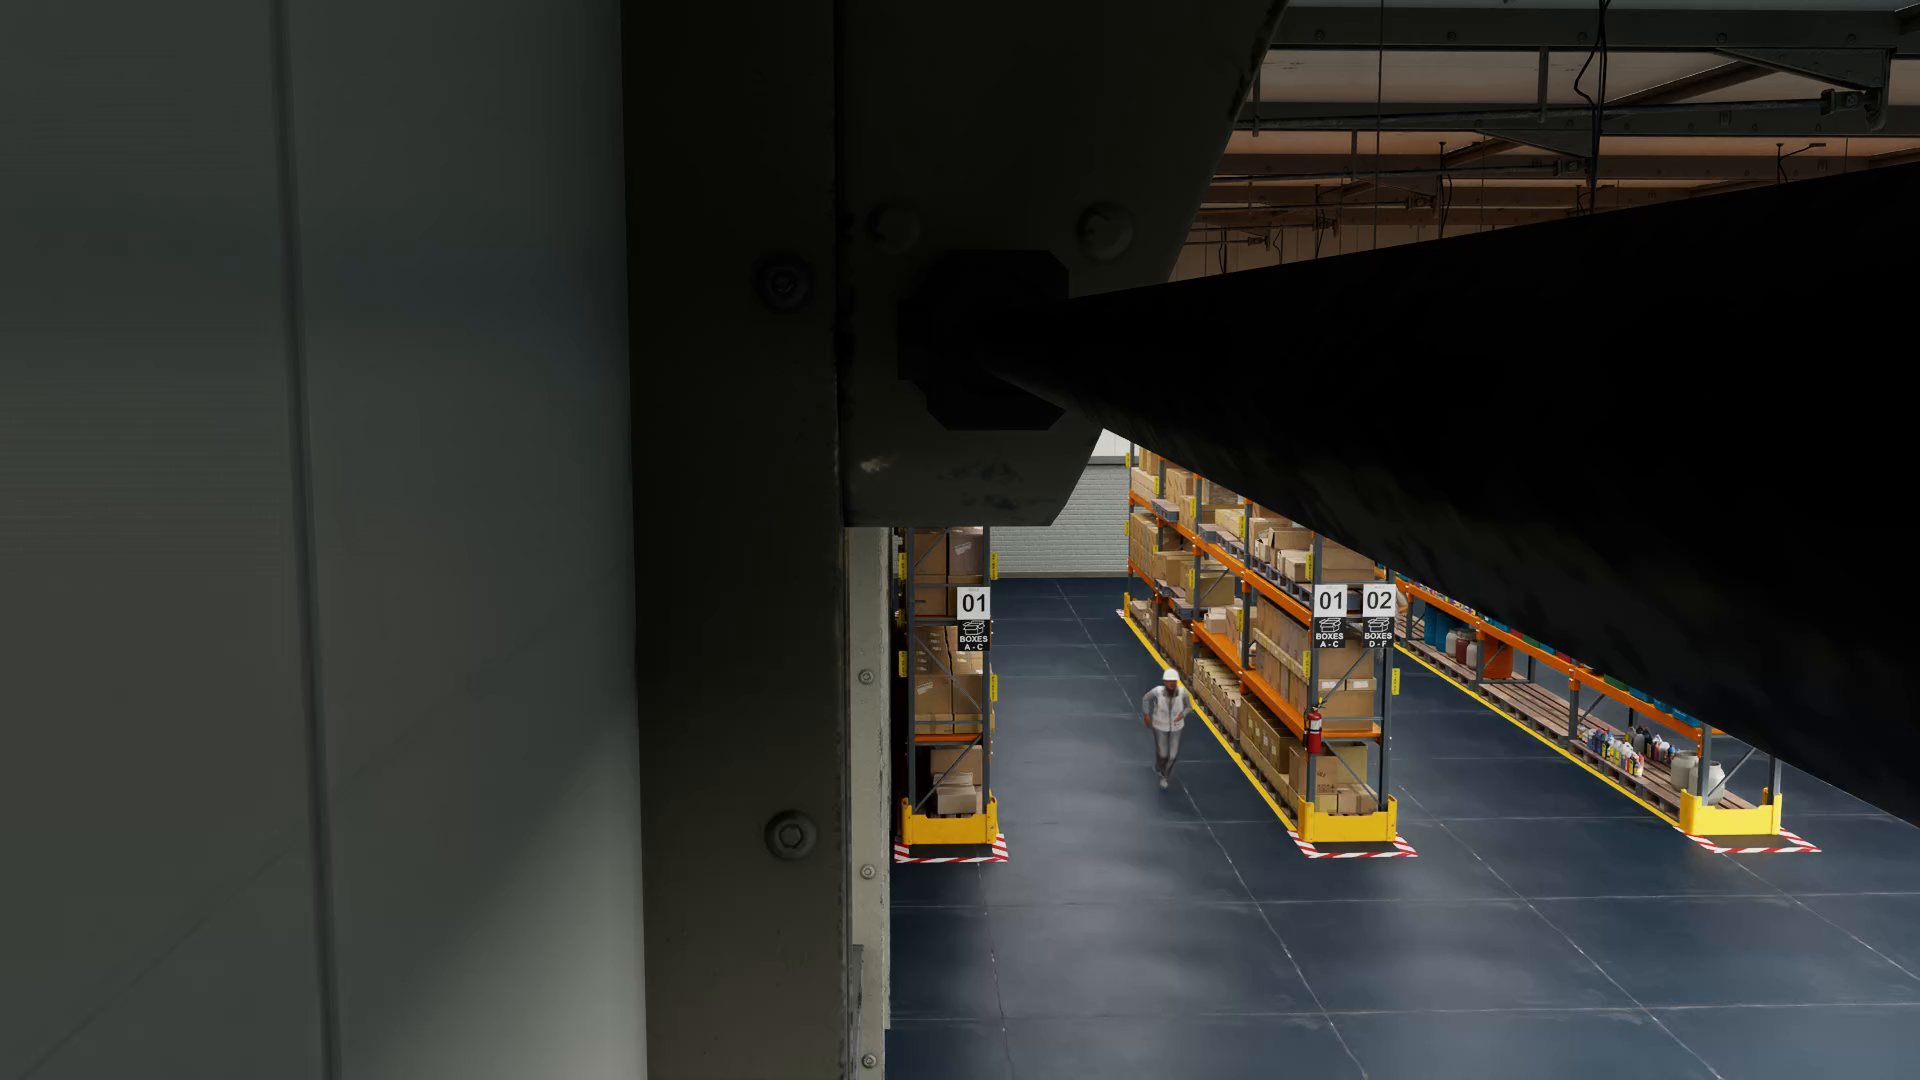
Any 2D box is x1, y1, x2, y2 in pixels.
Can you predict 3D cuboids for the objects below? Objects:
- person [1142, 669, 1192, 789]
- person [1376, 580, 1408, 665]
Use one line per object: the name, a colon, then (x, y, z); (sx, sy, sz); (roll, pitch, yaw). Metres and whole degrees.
person: (2.849, 2.585, 22.830); (0.648, 1.704, 0.723); (-1, 7, -5)
person: (8.049, 1.493, 31.323); (0.740, 1.702, 0.845); (2, 8, 16)
